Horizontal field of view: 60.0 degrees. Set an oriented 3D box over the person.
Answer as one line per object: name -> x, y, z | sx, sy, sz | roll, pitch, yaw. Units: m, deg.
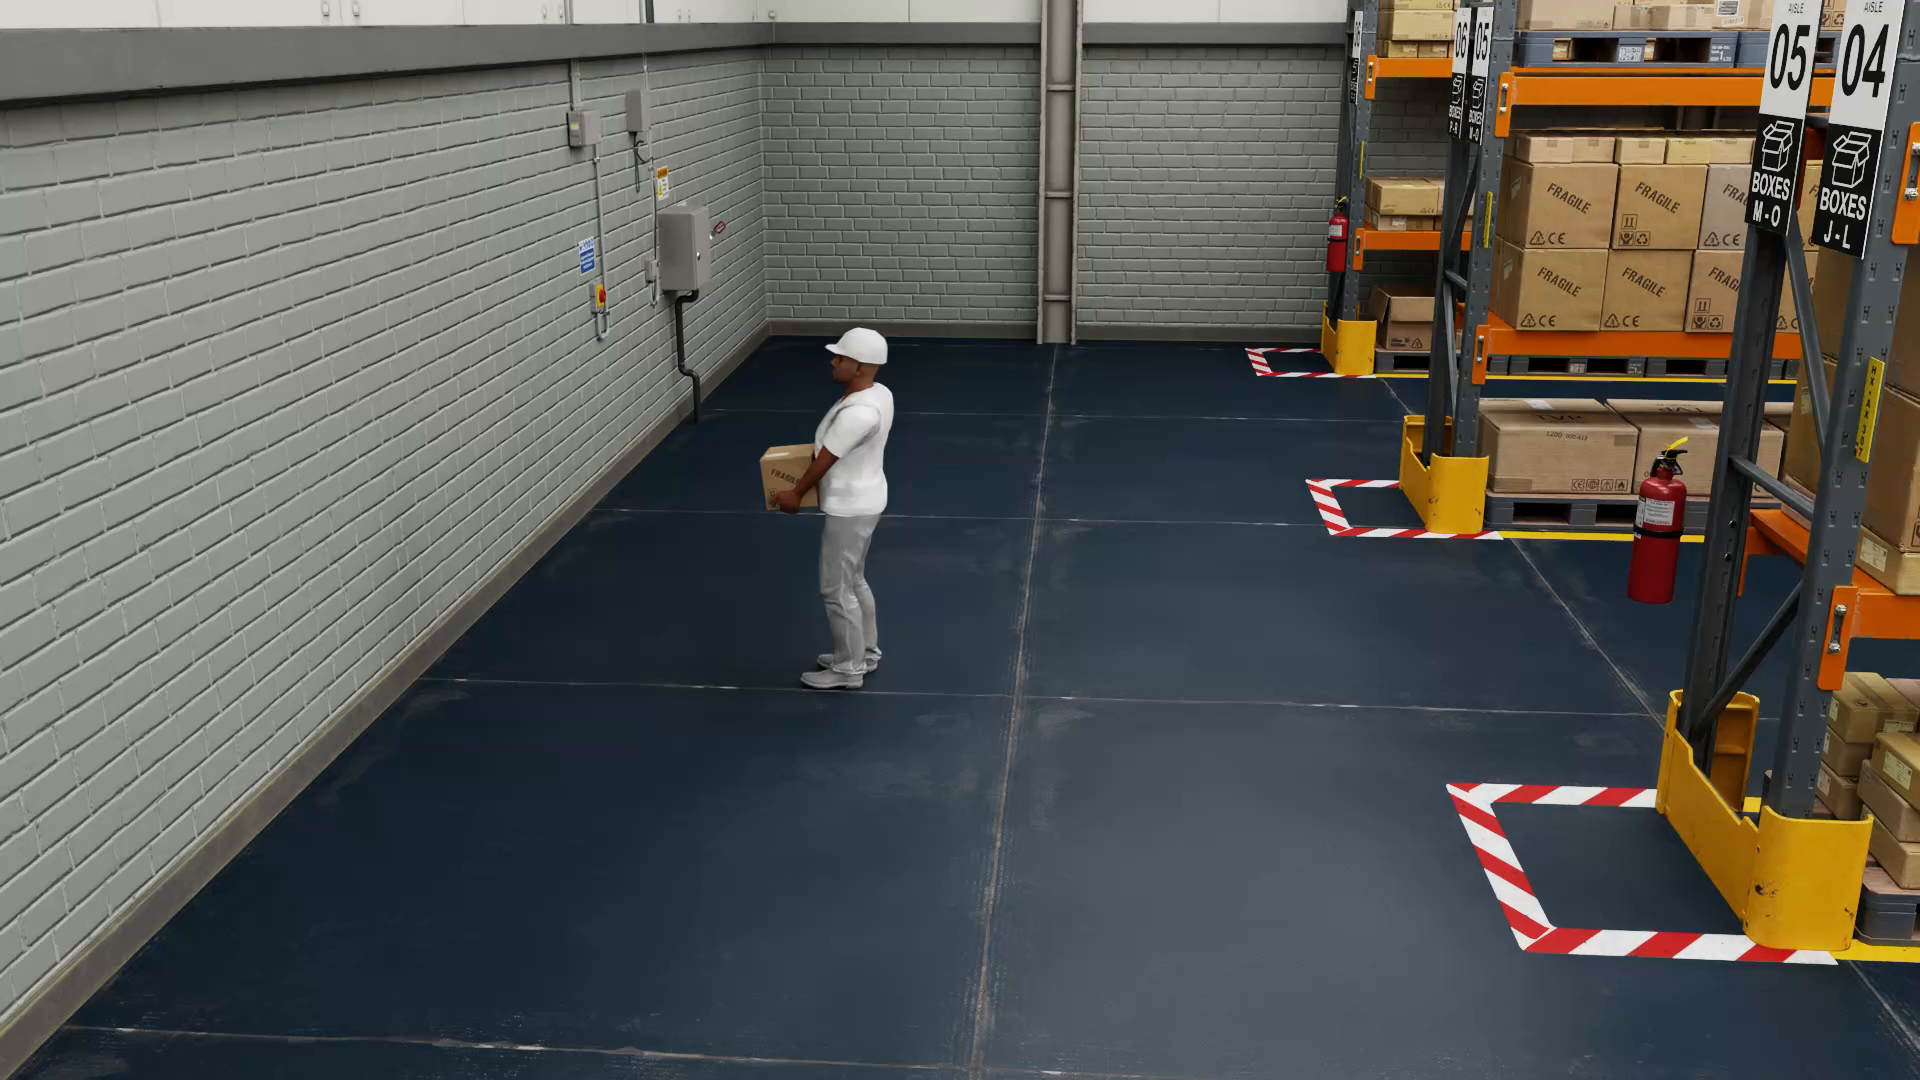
person -> -0.615, -0.150, 7.999 | 0.577, 1.761, 0.502 | 1, 17, 4
